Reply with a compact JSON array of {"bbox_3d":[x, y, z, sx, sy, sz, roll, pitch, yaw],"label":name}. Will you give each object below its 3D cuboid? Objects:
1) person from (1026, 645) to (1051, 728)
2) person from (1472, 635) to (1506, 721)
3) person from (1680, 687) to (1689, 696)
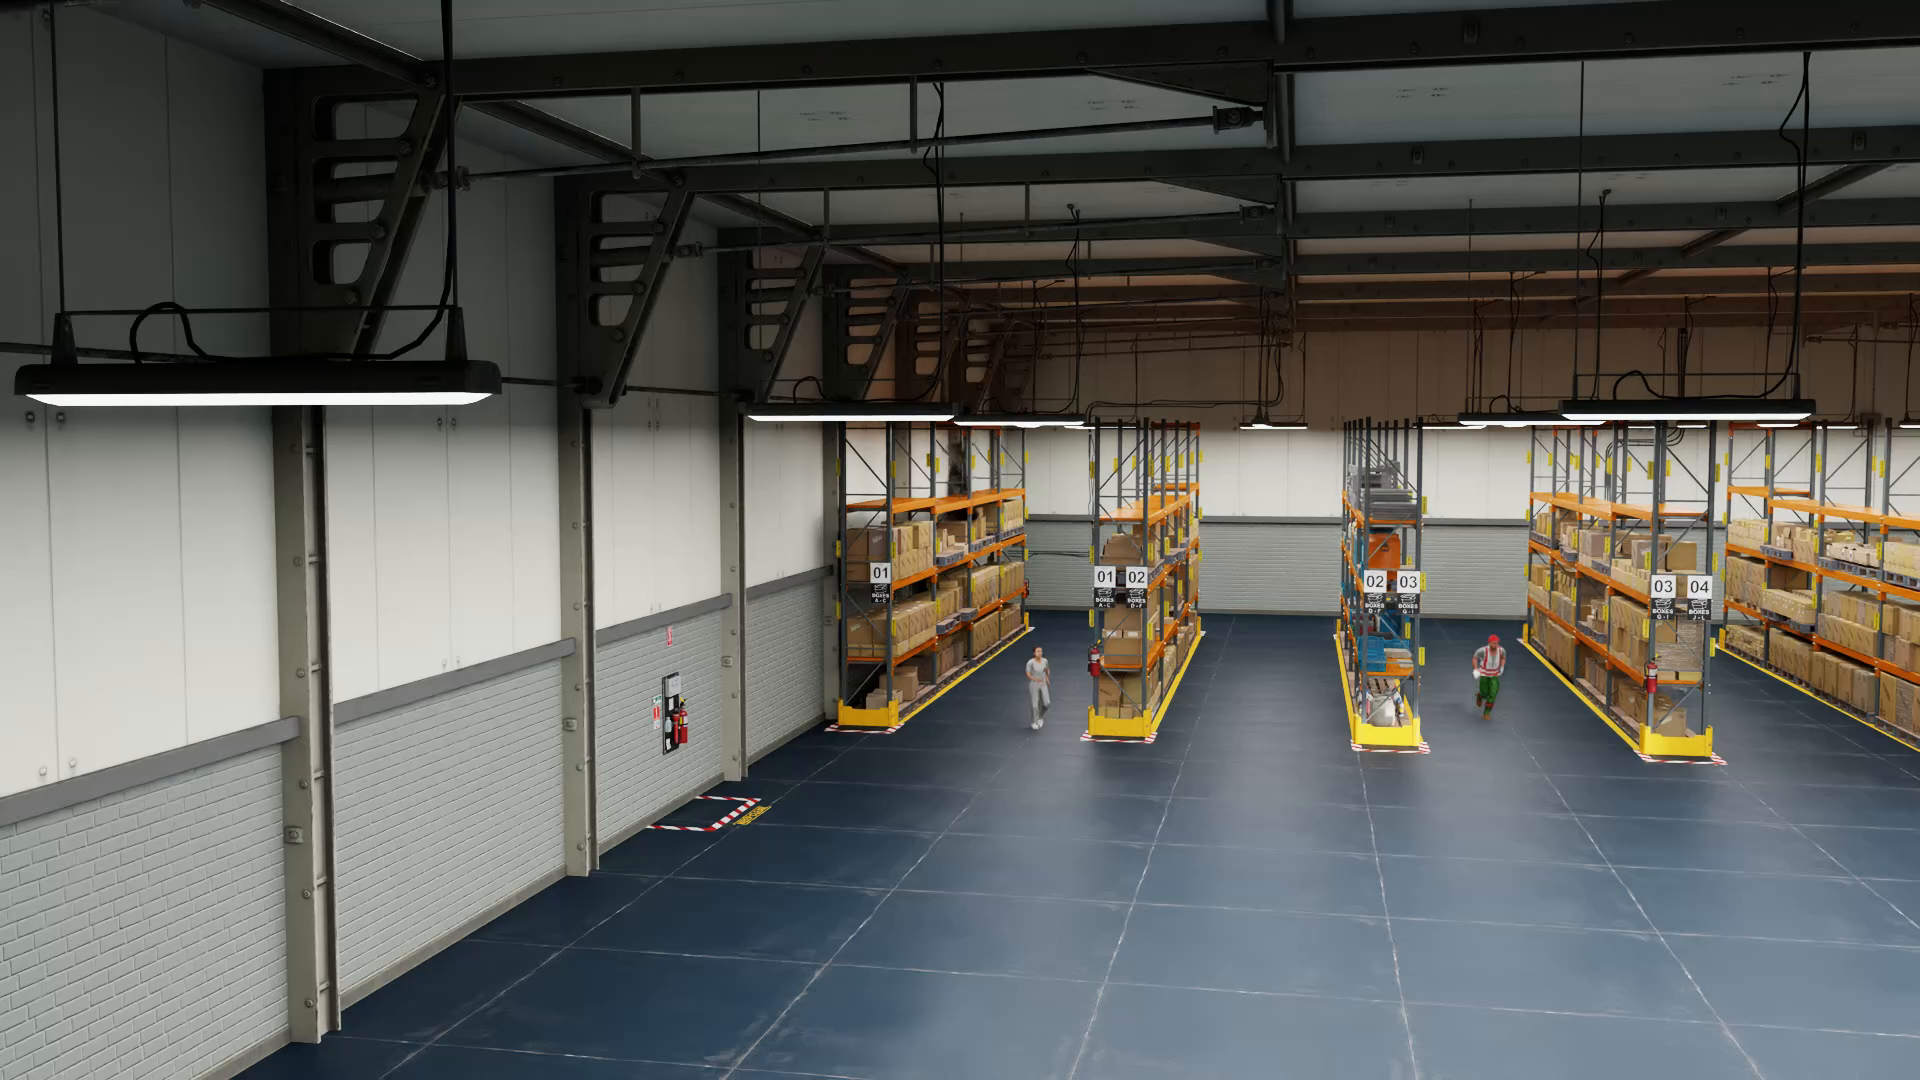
[{"bbox_3d":[1.519,2.826,31.911,0.537,1.627,0.693,-1,4,-18],"label":"person"},{"bbox_3d":[10.570,2.729,33.278,0.657,1.720,0.893,0,4,-6],"label":"person"},{"bbox_3d":[15.988,2.571,36.448,0.542,1.621,0.663,0,4,-3],"label":"person"}]
